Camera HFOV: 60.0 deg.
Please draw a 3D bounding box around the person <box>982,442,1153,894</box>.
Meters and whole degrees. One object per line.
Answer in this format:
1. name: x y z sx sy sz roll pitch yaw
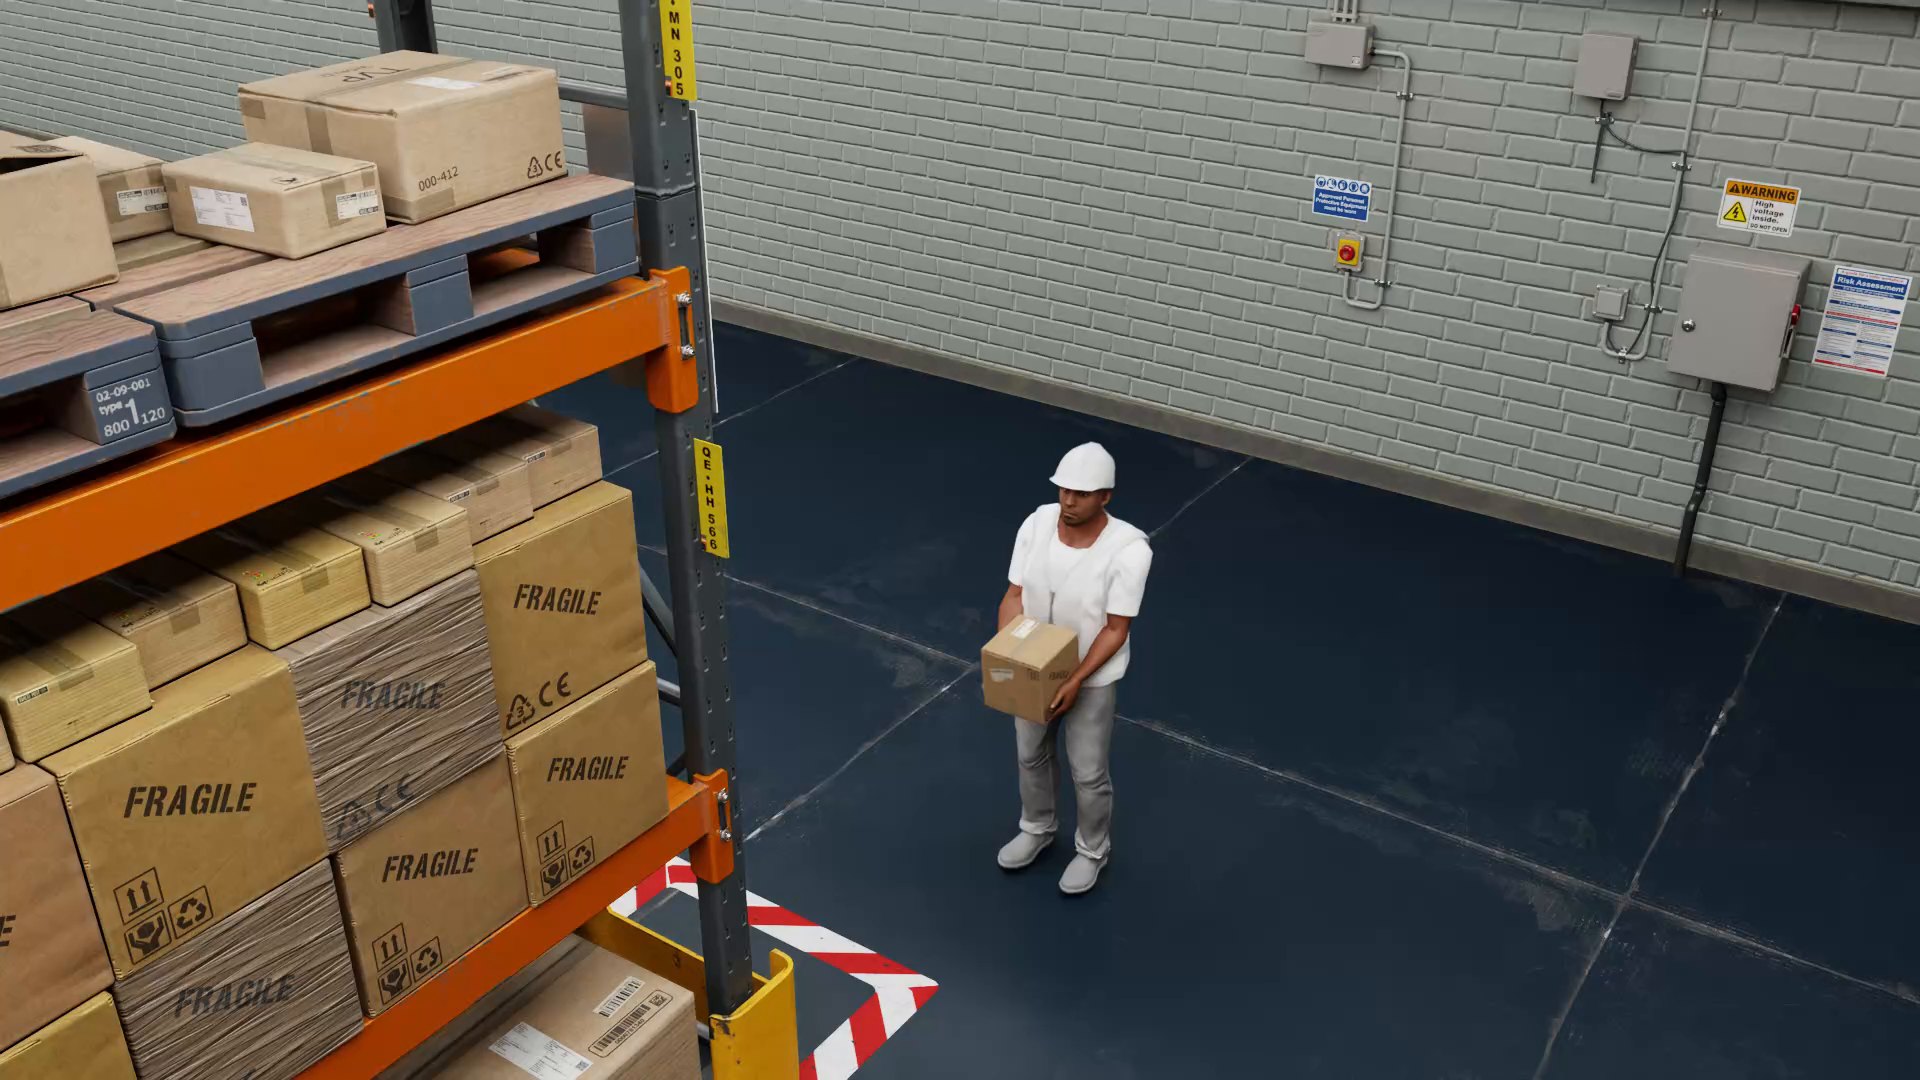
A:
1. person: 0.360 0.507 6.085 0.528 1.769 0.567 17 31 30
